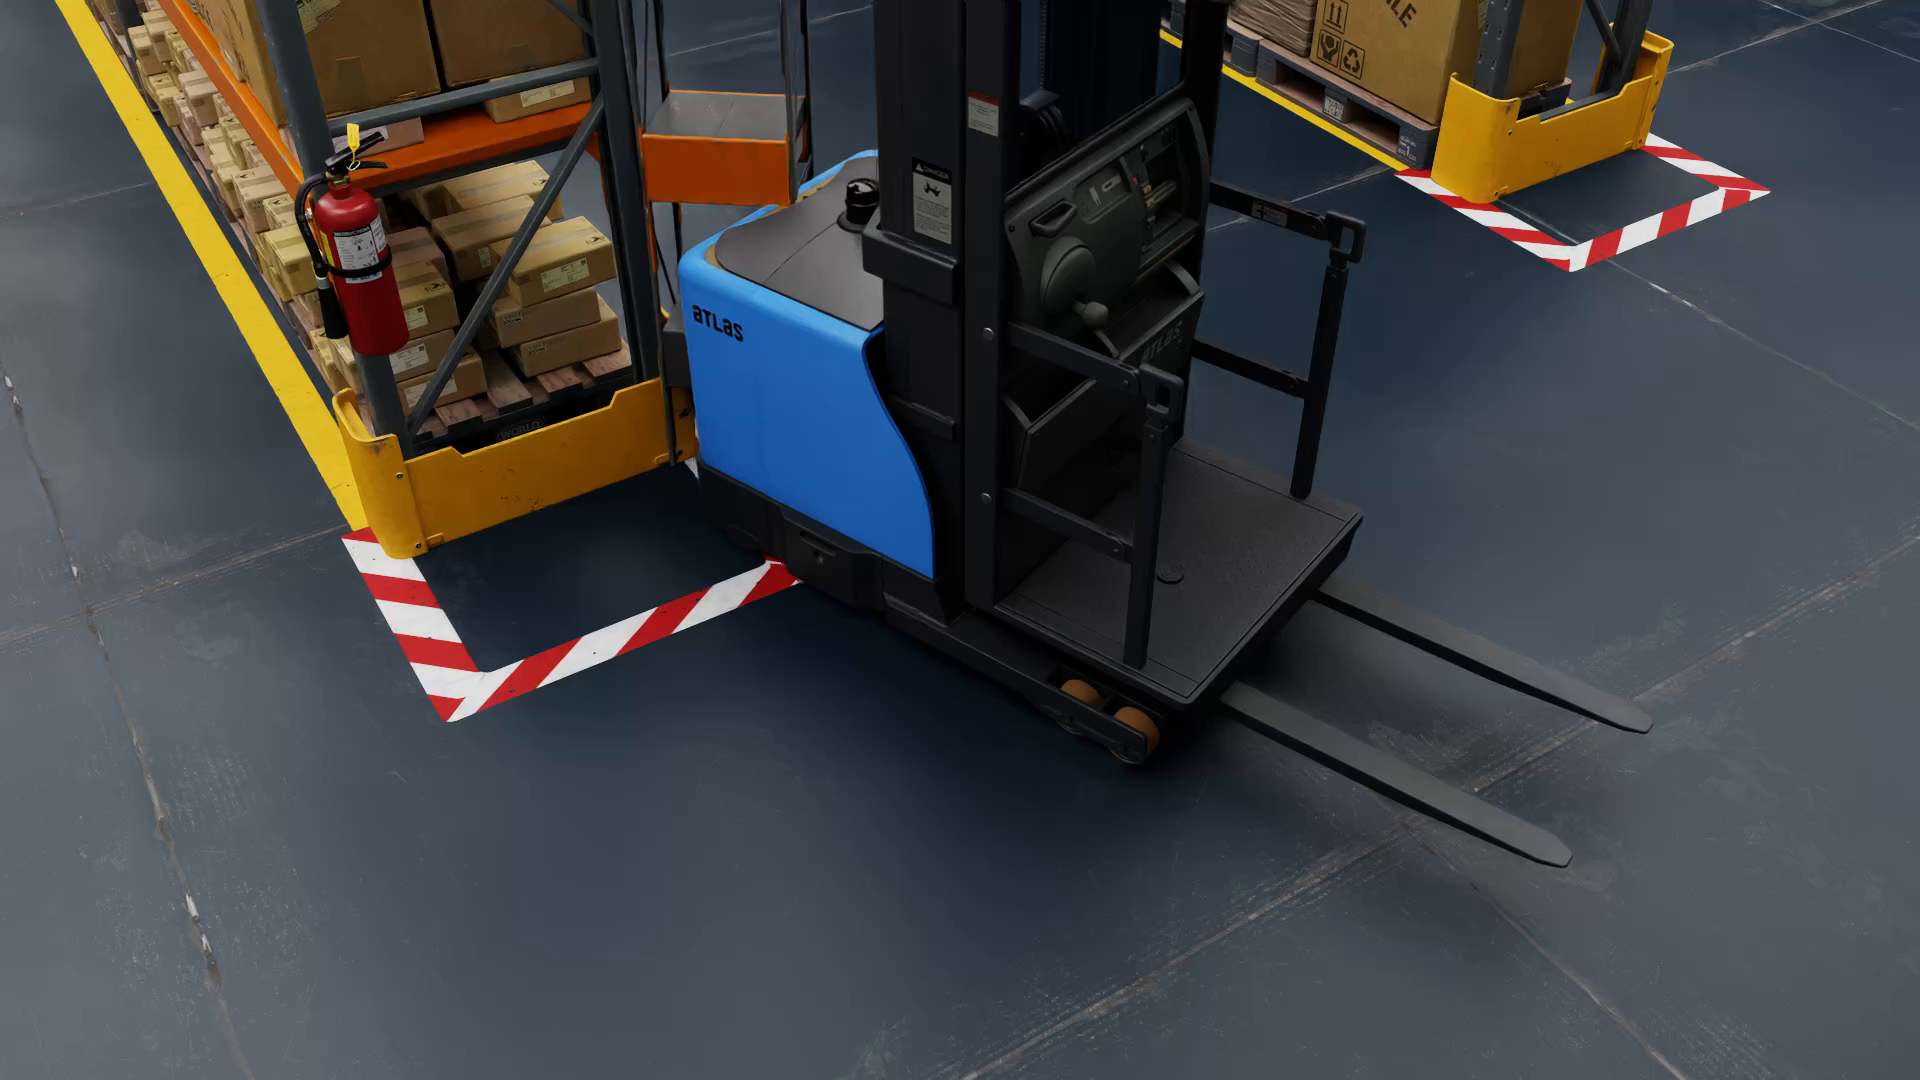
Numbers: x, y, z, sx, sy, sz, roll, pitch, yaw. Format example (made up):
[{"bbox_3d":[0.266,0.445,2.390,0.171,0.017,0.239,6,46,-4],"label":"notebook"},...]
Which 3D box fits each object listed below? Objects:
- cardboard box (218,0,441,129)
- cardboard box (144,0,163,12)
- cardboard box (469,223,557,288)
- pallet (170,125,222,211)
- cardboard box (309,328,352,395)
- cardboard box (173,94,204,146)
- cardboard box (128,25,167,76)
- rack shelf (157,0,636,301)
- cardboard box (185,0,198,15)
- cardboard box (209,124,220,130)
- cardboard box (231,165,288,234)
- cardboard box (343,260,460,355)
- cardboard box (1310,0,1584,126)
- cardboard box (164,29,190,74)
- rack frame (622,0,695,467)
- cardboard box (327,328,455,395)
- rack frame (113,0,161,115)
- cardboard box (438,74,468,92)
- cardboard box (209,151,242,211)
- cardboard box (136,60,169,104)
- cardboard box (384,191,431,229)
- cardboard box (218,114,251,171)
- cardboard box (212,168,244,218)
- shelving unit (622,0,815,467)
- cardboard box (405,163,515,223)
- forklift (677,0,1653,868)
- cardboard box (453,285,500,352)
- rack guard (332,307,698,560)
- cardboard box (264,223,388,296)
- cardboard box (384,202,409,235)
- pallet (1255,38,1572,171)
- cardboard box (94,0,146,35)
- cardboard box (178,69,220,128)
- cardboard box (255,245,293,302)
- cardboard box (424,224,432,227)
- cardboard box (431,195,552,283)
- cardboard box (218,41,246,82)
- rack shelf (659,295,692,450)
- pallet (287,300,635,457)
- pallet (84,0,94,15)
[{"bbox_3d":[-1.946,-1.629,5.051,0.500,0.500,0.500,-21,44,-24],"label":"cardboard box"},{"bbox_3d":[-3.628,-2.519,7.864,0.380,0.149,0.250,-20,44,-23],"label":"cardboard box"},{"bbox_3d":[-1.652,-1.041,6.323,0.380,0.149,0.250,-22,45,-25],"label":"cardboard box"},{"bbox_3d":[-3.247,-2.060,8.057,1.003,0.211,1.213,-22,45,-24],"label":"pallet"},{"bbox_3d":[-2.170,-0.705,6.151,0.380,0.149,0.250,-21,44,-23],"label":"cardboard box"},{"bbox_3d":[-3.393,-1.980,7.682,0.380,0.149,0.250,-22,45,-25],"label":"cardboard box"},{"bbox_3d":[-3.713,-2.356,7.901,0.380,0.149,0.250,-20,44,-22],"label":"cardboard box"},{"bbox_3d":[-2.563,-2.125,6.519,1.077,0.370,4.000,-22,45,-24],"label":"rack shelf"},{"bbox_3d":[-2.499,-2.179,5.711,0.500,0.500,0.500,-22,45,-24],"label":"cardboard box"},{"bbox_3d":[-3.069,-1.828,7.267,0.380,0.149,0.250,-20,44,-22],"label":"cardboard box"},{"bbox_3d":[-2.596,-1.354,6.466,0.380,0.149,0.250,-21,44,-23],"label":"cardboard box"},{"bbox_3d":[-1.986,-0.815,5.820,0.380,0.149,0.250,-22,44,-24],"label":"cardboard box"},{"bbox_3d":[2.337,-2.638,7.904,0.875,0.875,0.875,-22,45,-24],"label":"cardboard box"},{"bbox_3d":[-3.352,-2.230,7.517,0.380,0.149,0.250,-23,45,-25],"label":"cardboard box"},{"bbox_3d":[-1.009,-1.231,5.564,0.015,2.100,0.400,3,36,3],"label":"rack frame"},{"bbox_3d":[-2.012,-0.689,5.901,0.380,0.149,0.250,-23,45,-25],"label":"cardboard box"},{"bbox_3d":[-3.638,-3.481,7.585,1.000,3.000,0.127,-22,45,-24],"label":"rack frame"},{"bbox_3d":[-1.557,-1.637,5.567,0.380,0.149,0.250,-21,44,-23],"label":"cardboard box"},{"bbox_3d":[-2.876,-1.528,6.907,0.380,0.149,0.250,-22,44,-24],"label":"cardboard box"},{"bbox_3d":[-3.713,-2.240,7.994,0.380,0.149,0.250,-24,46,-26],"label":"cardboard box"},{"bbox_3d":[-2.128,-1.429,6.788,0.380,0.149,0.250,-24,46,-26],"label":"cardboard box"},{"bbox_3d":[-2.809,-1.666,6.841,0.380,0.149,0.250,-22,45,-24],"label":"cardboard box"},{"bbox_3d":[-2.981,-1.554,7.171,0.380,0.149,0.250,-23,45,-26],"label":"cardboard box"},{"bbox_3d":[-0.766,-1.216,5.550,0.503,2.100,0.431,3,36,3],"label":"shelving unit"},{"bbox_3d":[-1.963,-1.410,6.533,0.380,0.149,0.250,-24,46,-26],"label":"cardboard box"},{"bbox_3d":[0.587,-0.850,4.480,3.031,2.935,1.130,26,46,28],"label":"forklift"},{"bbox_3d":[-1.709,-0.894,6.379,0.380,0.149,0.250,-22,45,-25],"label":"cardboard box"},{"bbox_3d":[-1.528,-0.403,5.843,1.175,0.500,0.348,-22,45,-24],"label":"rack guard"},{"bbox_3d":[-2.319,-1.067,6.121,0.380,0.149,0.250,-23,45,-25],"label":"cardboard box"},{"bbox_3d":[-2.351,-1.150,6.453,0.380,0.149,0.250,-23,45,-25],"label":"cardboard box"},{"bbox_3d":[2.253,-2.308,8.355,1.003,0.211,1.213,-22,45,-24],"label":"pallet"},{"bbox_3d":[-4.249,-2.995,8.626,0.500,0.500,0.500,-23,45,-25],"label":"cardboard box"},{"bbox_3d":[-3.125,-1.932,7.159,0.380,0.149,0.250,-21,44,-24],"label":"cardboard box"},{"bbox_3d":[-2.573,-1.122,6.652,0.380,0.149,0.250,-24,46,-26],"label":"cardboard box"},{"bbox_3d":[-2.111,-1.307,6.874,0.380,0.149,0.250,-22,45,-24],"label":"cardboard box"},{"bbox_3d":[-1.732,-1.124,6.190,0.380,0.149,0.250,-21,44,-24],"label":"cardboard box"},{"bbox_3d":[-2.308,-1.712,5.657,0.380,0.149,0.250,-21,44,-23],"label":"cardboard box"},{"bbox_3d":[-0.776,-0.639,5.970,0.480,0.518,0.431,3,36,3],"label":"rack shelf"},{"bbox_3d":[-1.935,-0.743,6.476,1.003,0.211,1.213,-22,45,-24],"label":"pallet"},{"bbox_3d":[-4.718,-3.489,9.772,1.003,0.211,1.213,-22,45,-24],"label":"pallet"}]
